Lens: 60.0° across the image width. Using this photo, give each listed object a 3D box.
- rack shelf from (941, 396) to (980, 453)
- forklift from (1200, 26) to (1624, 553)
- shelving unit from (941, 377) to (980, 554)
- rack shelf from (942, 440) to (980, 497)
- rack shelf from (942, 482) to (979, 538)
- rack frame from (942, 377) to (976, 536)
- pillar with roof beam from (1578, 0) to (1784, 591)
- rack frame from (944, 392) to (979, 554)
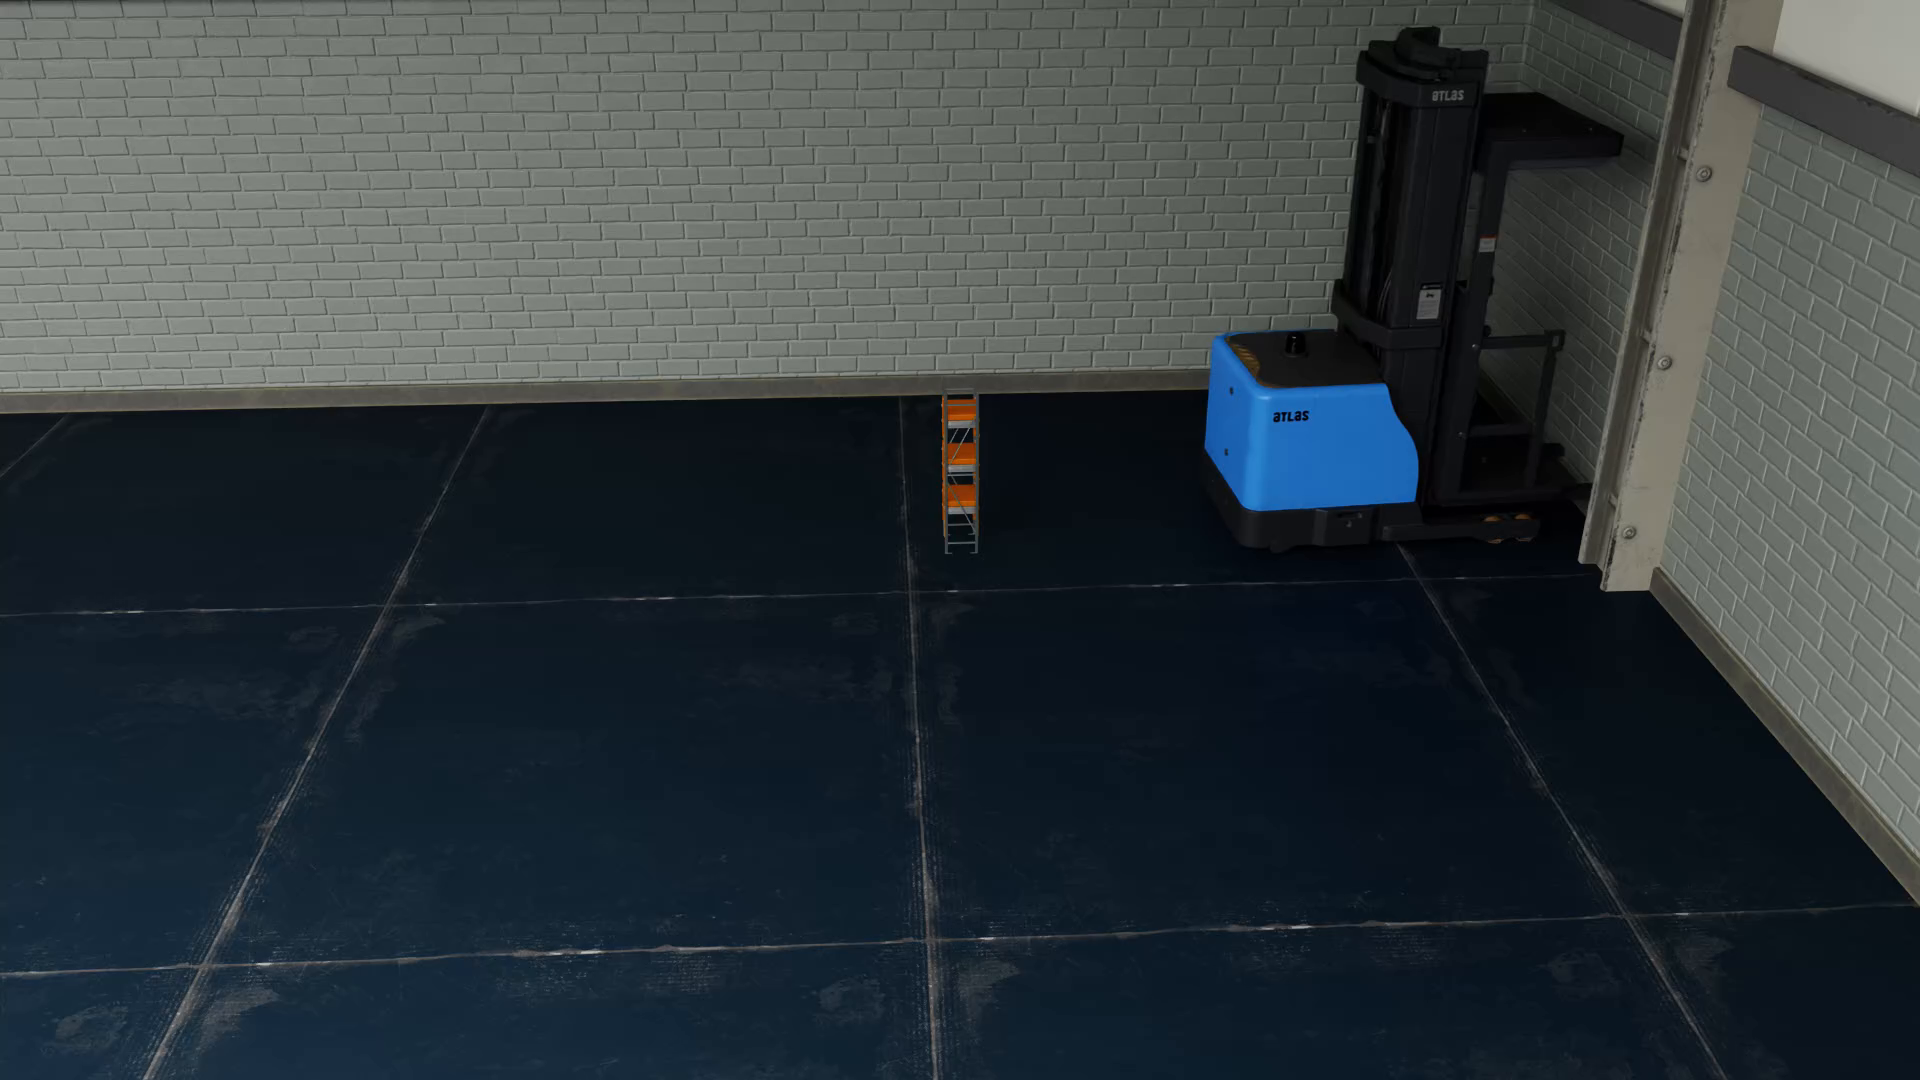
[{"bbox_3d":[0.003,-0.683,9.834,0.215,0.259,0.240,-1,28,-3],"label":"rack shelf"},{"bbox_3d":[3.121,-1.516,9.988,3.031,2.935,1.130,-4,28,-7],"label":"forklift"},{"bbox_3d":[0.003,-0.441,9.960,0.215,1.050,0.252,-1,28,-3],"label":"shelving unit"},{"bbox_3d":[0.003,-0.431,9.965,0.215,0.259,0.240,-1,28,-3],"label":"rack shelf"},{"bbox_3d":[0.003,-0.185,10.093,0.215,0.259,0.240,-1,28,-3],"label":"rack shelf"},{"bbox_3d":[-0.004,-0.497,10.068,0.200,1.050,0.008,-1,28,-3],"label":"rack frame"},{"bbox_3d":[-0.412,-3.683,7.580,9.100,9.000,0.400,-1,28,-3],"label":"pillar with roof beam"},{"bbox_3d":[0.009,-0.384,9.852,0.200,1.050,0.008,-1,28,-3],"label":"rack frame"}]
